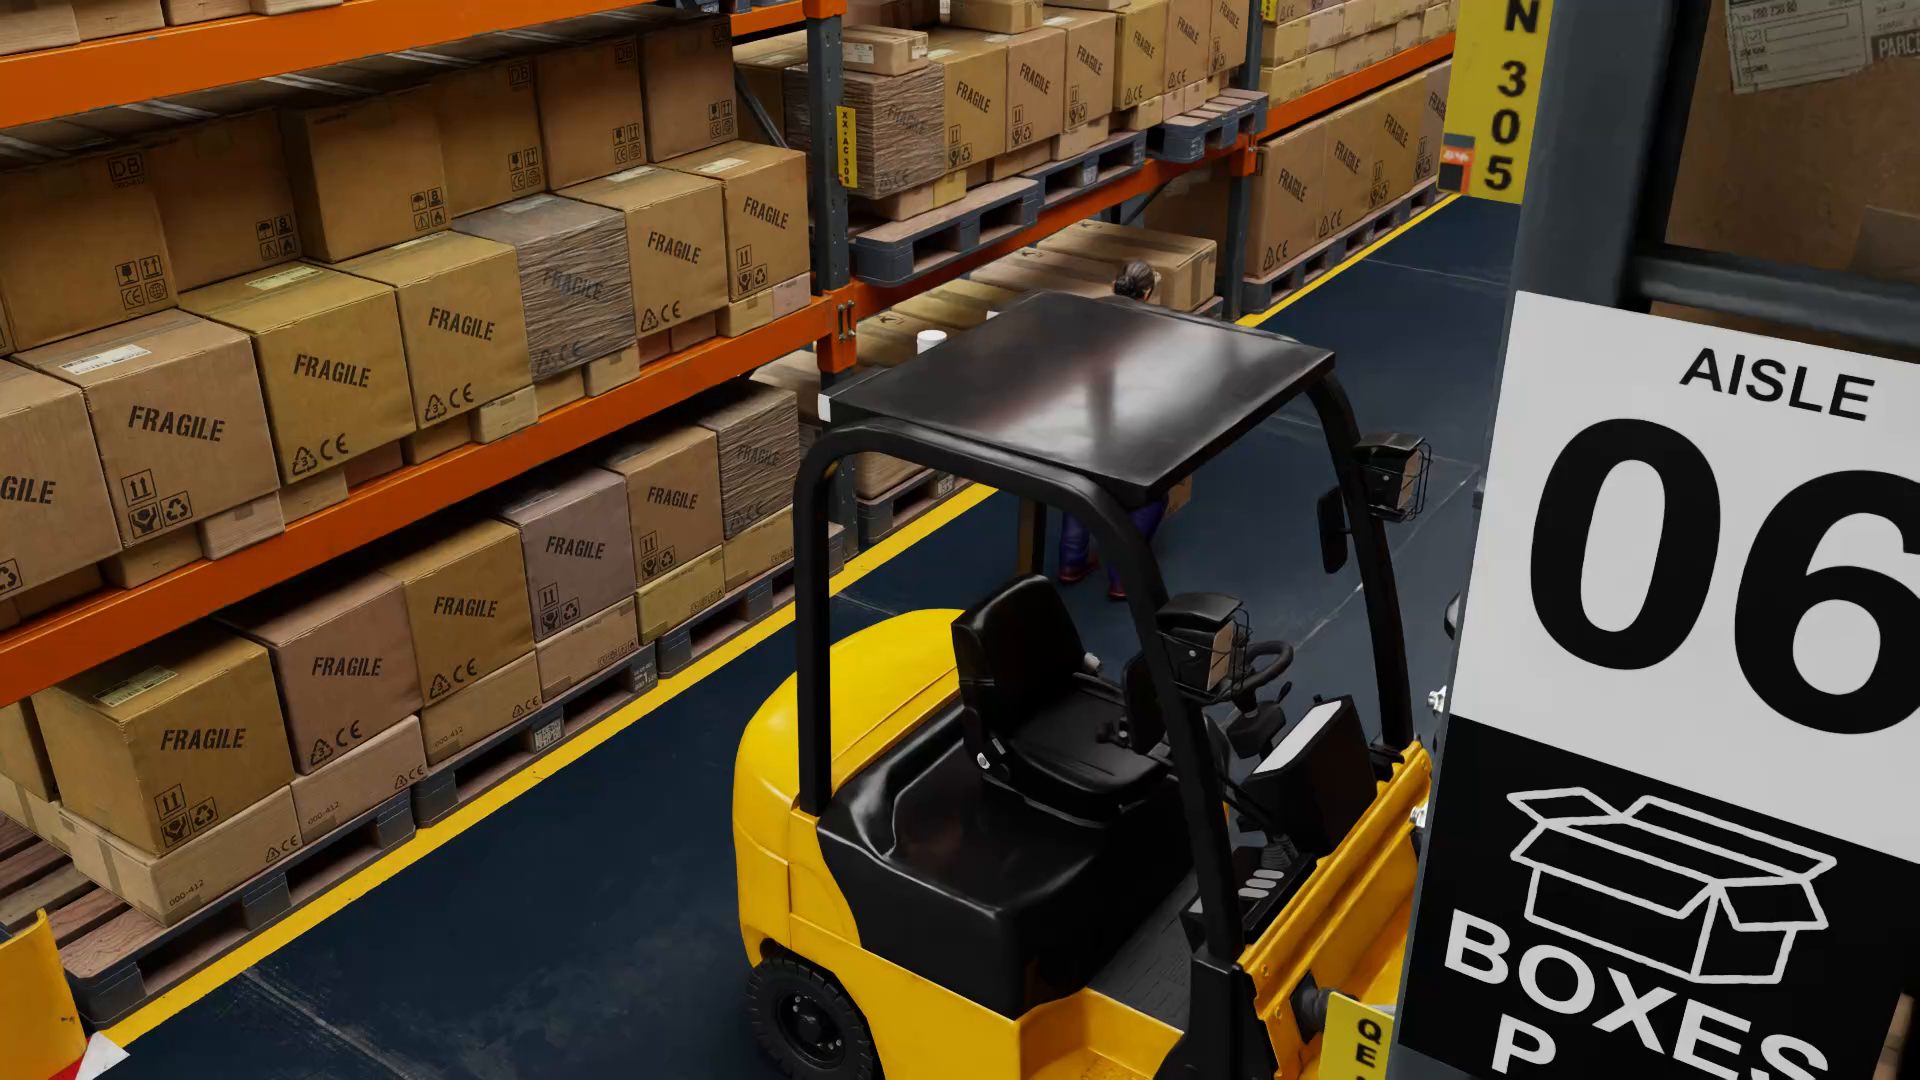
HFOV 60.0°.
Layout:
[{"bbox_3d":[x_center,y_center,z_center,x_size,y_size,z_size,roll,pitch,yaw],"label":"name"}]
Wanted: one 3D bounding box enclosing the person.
[{"bbox_3d":[0.640,-0.471,7.289,0.531,1.446,0.594,18,32,31],"label":"person"}]
